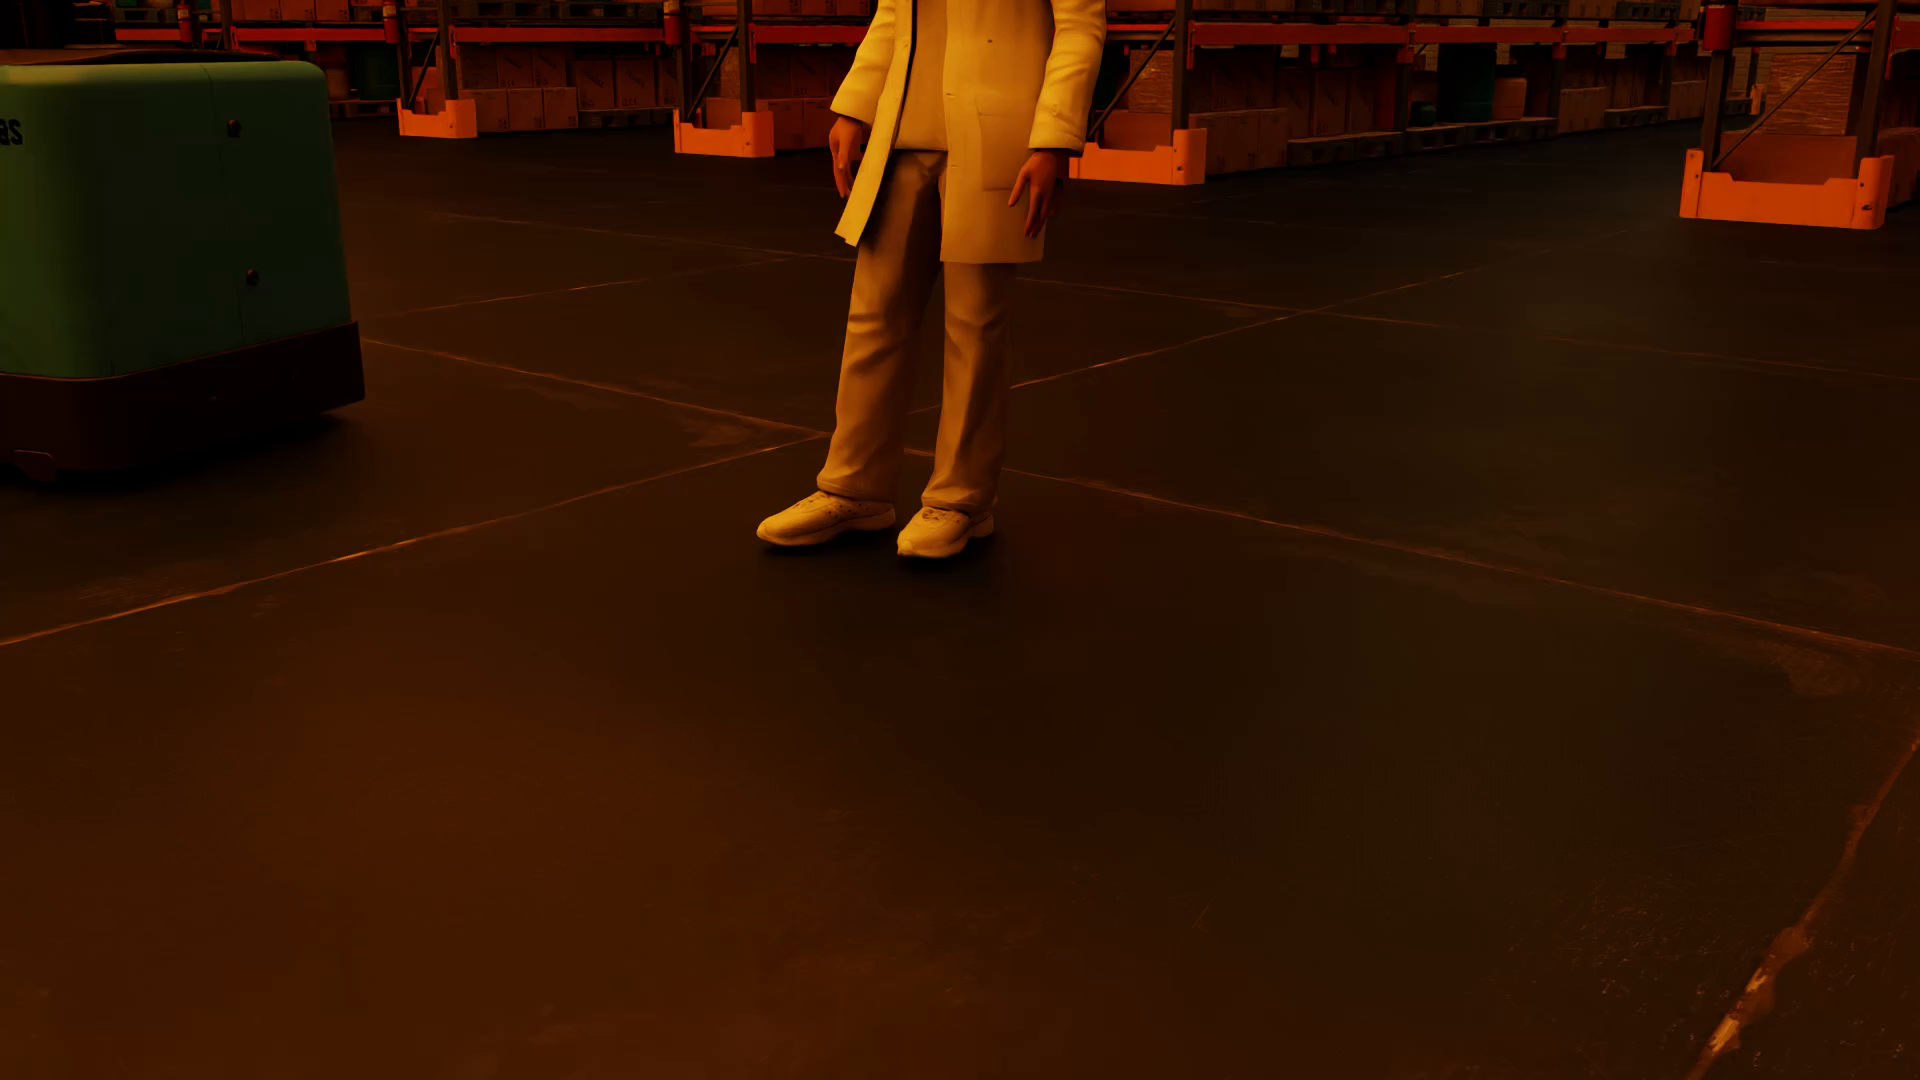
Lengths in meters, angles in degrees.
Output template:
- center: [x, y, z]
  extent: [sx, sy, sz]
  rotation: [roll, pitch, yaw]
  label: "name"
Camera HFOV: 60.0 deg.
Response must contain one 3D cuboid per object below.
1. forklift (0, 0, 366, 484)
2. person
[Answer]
- center: [-3.409, -1.795, 4.809]
  extent: [3.031, 2.935, 1.130]
  rotation: [6, 18, 19]
  label: "forklift"
- center: [-0.061, -0.838, 3.618]
  extent: [0.696, 1.775, 0.581]
  rotation: [13, 21, 37]
  label: "person"
